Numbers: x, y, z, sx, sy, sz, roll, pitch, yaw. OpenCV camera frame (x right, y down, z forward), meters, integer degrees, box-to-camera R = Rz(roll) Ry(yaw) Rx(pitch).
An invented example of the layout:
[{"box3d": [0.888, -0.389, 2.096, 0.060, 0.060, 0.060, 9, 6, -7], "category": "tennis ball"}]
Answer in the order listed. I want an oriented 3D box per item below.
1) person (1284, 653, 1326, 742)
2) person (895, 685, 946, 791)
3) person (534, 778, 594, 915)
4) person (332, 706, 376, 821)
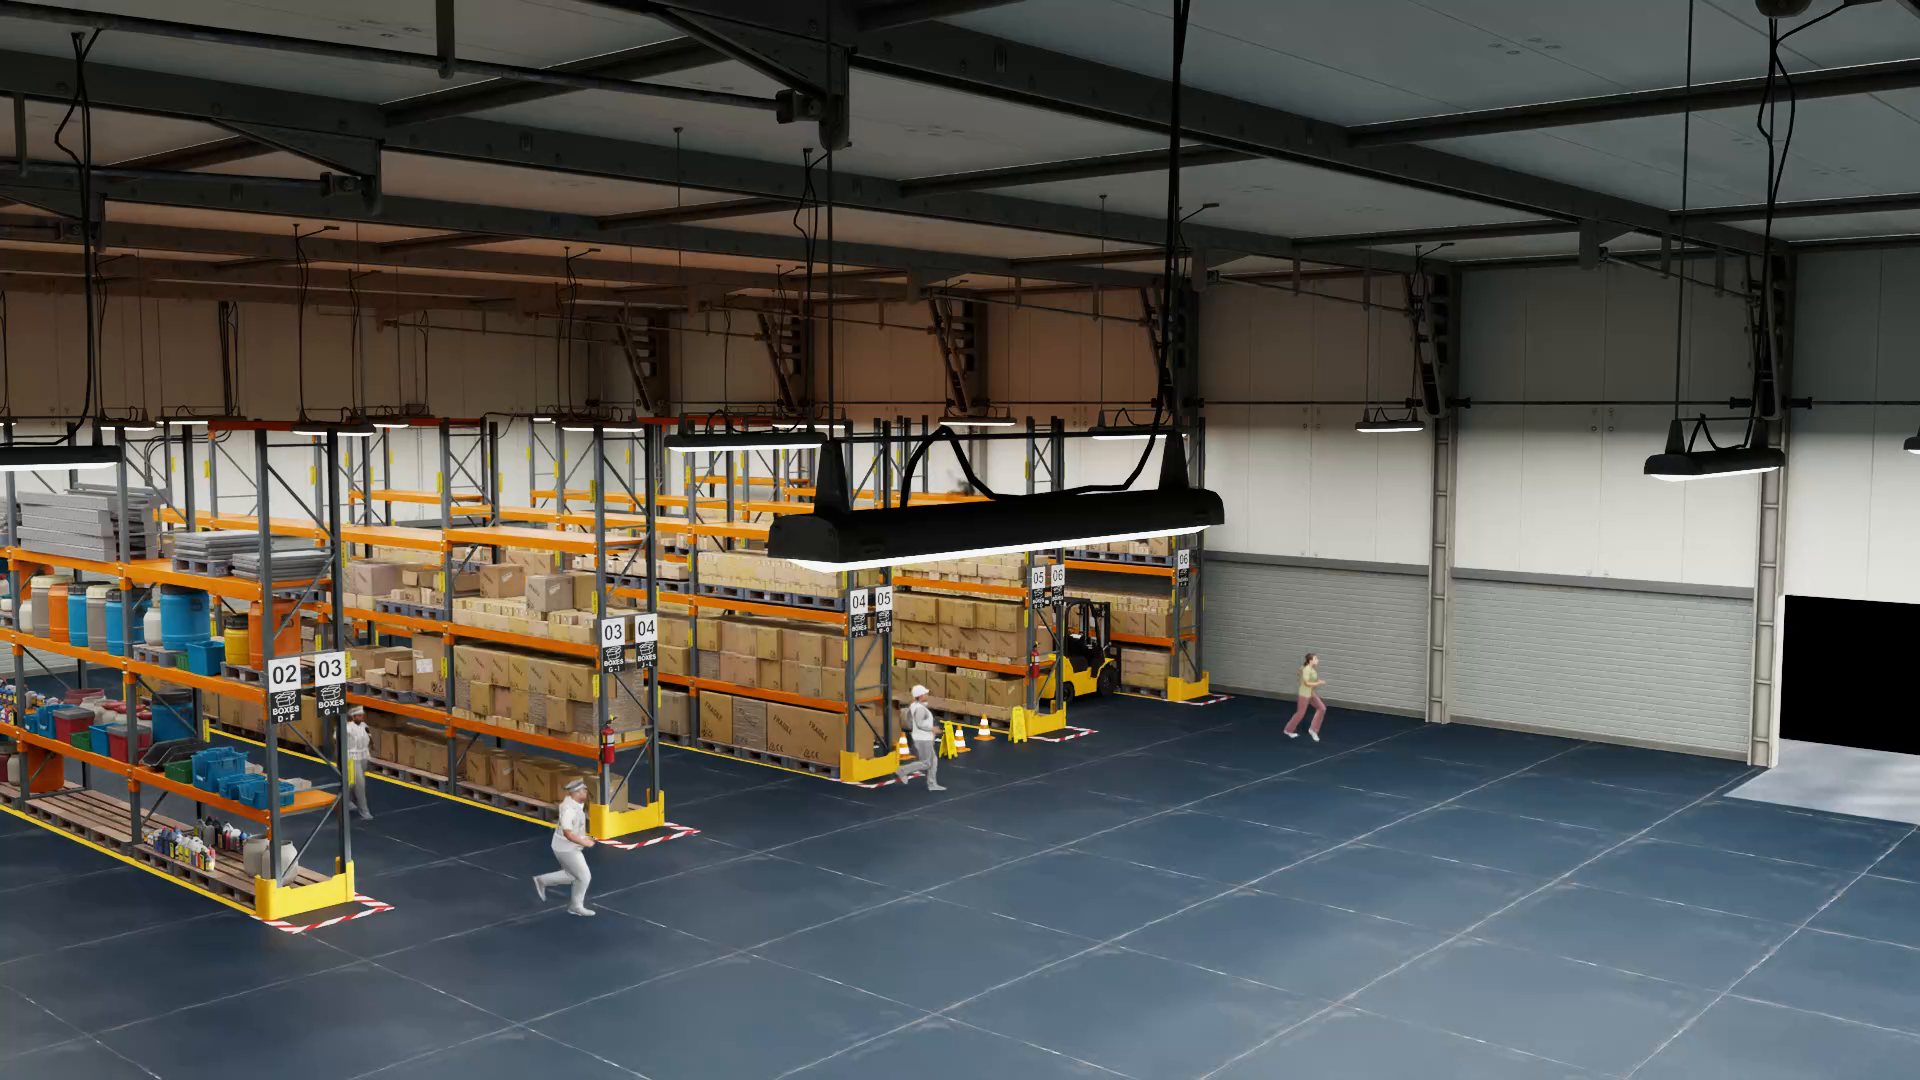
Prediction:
[{"box3d": [6.433, 2.924, 31.020, 0.802, 1.681, 0.601, 2, 5, 26], "category": "person"}, {"box3d": [-0.639, 3.219, 26.967, 0.841, 1.751, 0.660, -1, 5, -6], "category": "person"}, {"box3d": [-4.862, 3.794, 20.448, 0.704, 1.751, 0.691, -1, 5, -17], "category": "person"}, {"box3d": [-9.215, 3.382, 25.378, 0.796, 1.743, 0.589, 2, 5, 27], "category": "person"}]
